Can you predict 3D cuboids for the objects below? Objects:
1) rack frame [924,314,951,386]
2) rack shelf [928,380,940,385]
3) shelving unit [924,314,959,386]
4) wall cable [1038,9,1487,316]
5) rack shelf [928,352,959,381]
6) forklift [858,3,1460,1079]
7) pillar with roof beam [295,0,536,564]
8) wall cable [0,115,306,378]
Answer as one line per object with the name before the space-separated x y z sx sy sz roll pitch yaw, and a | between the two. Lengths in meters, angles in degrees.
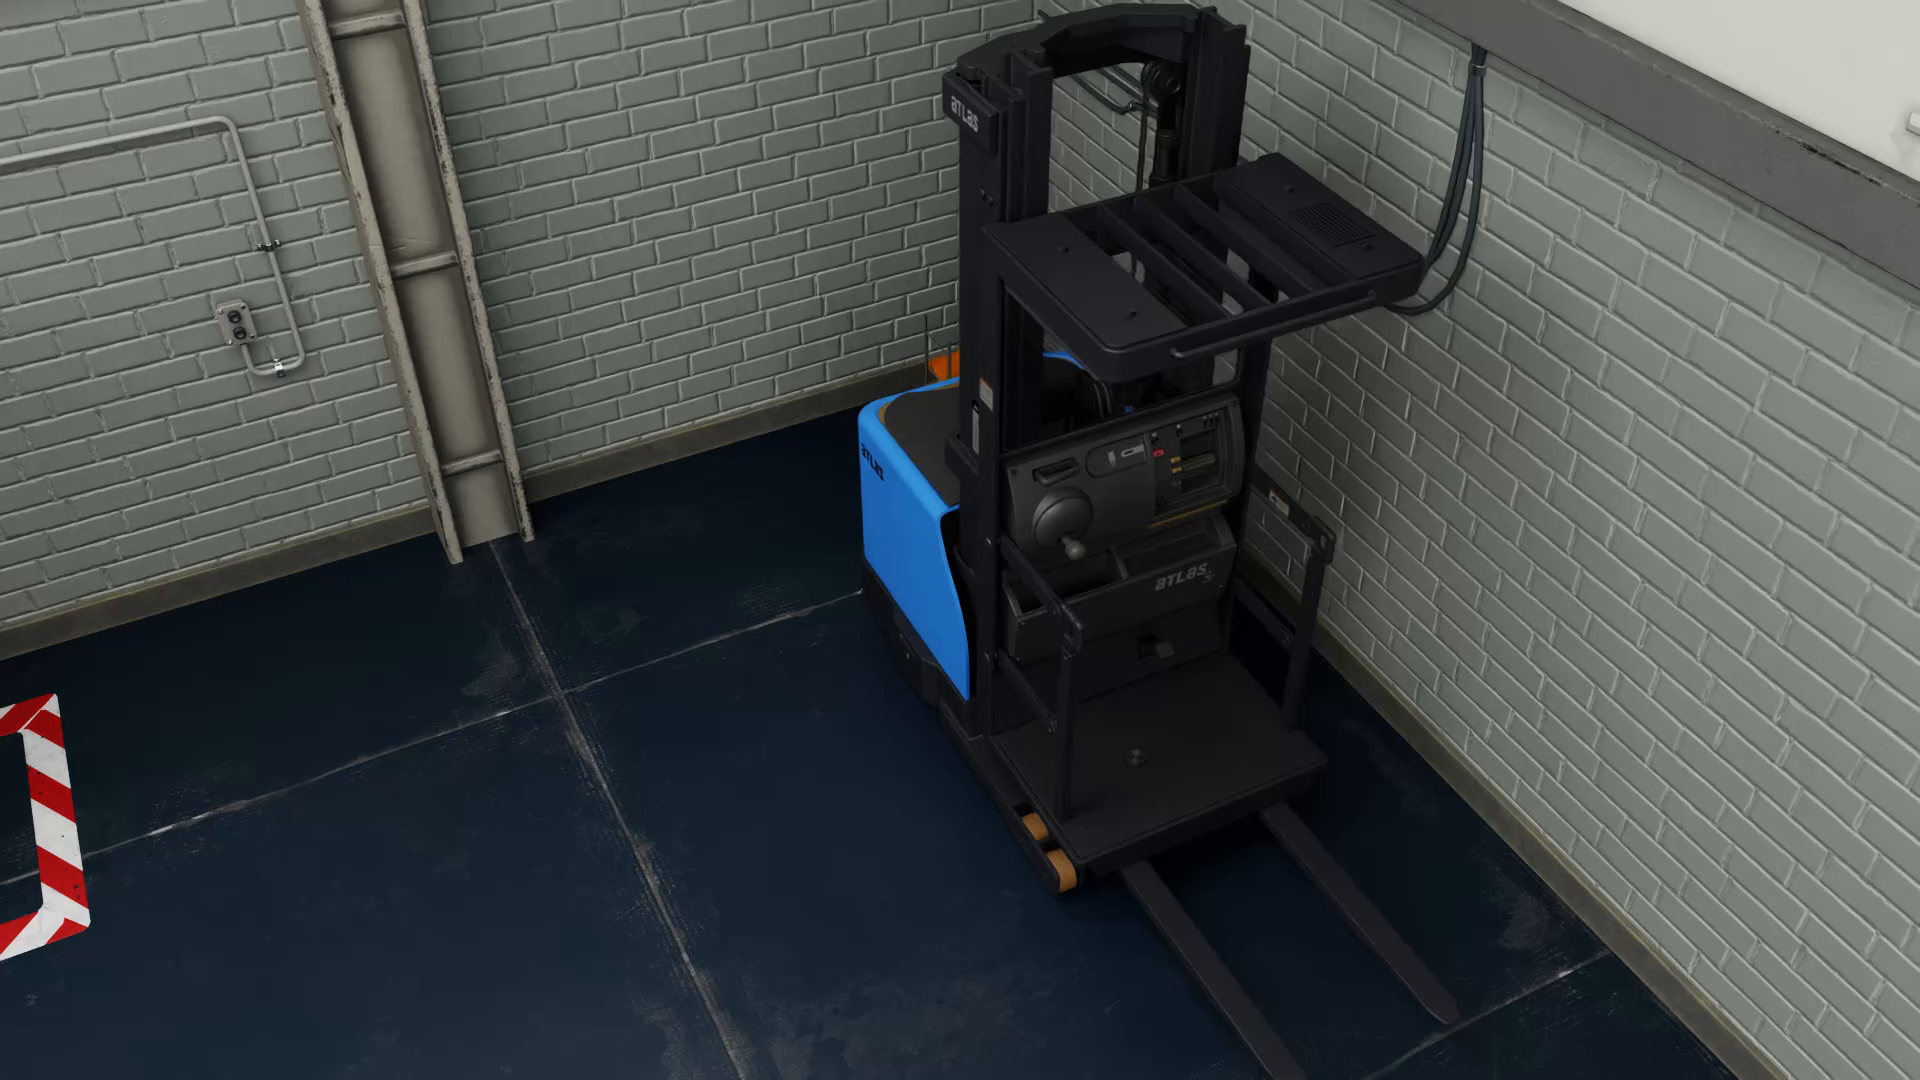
rack frame | -0.095 -0.427 7.315 0.006 1.200 0.240 -18 44 -20
rack shelf | -0.013 -0.603 7.220 0.180 0.103 0.258 -18 44 -20
shelving unit | -0.013 -0.454 7.347 0.189 1.200 0.258 -18 44 -20
wall cable | 0.966 -2.466 6.090 0.112 2.526 3.097 -19 44 -21
rack shelf | -0.013 -0.695 7.143 0.180 0.103 0.258 -18 44 -20
forklift | 0.683 -0.138 5.633 1.130 2.935 3.031 -18 43 -20
pillar with roof beam | -0.232 -1.003 1.958 0.400 9.000 9.100 -19 44 -21
wall cable | -3.517 -1.190 6.037 1.851 1.984 0.084 -19 44 -21
